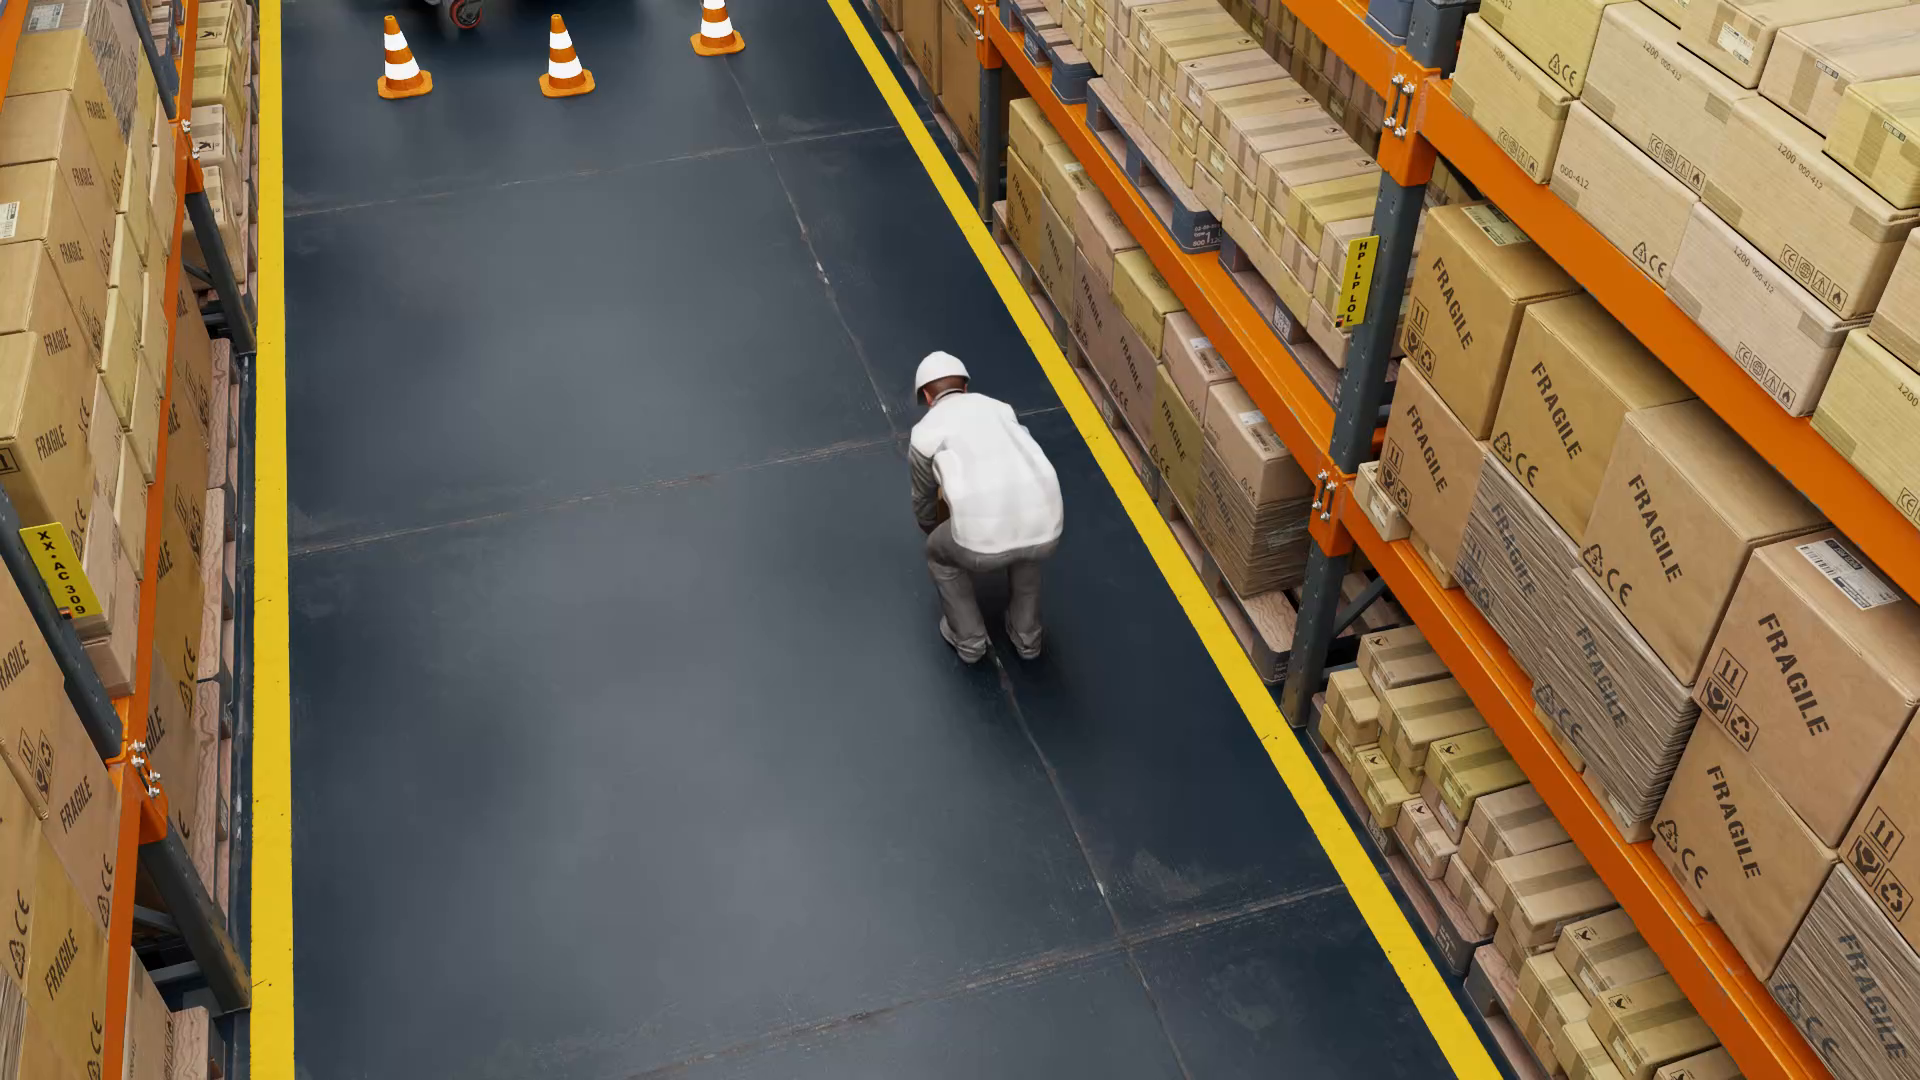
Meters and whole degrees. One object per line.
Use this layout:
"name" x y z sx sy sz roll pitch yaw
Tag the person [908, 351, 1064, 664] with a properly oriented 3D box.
"person" 0.070 -0.091 6.753 0.491 1.089 0.996 -14 44 -15
